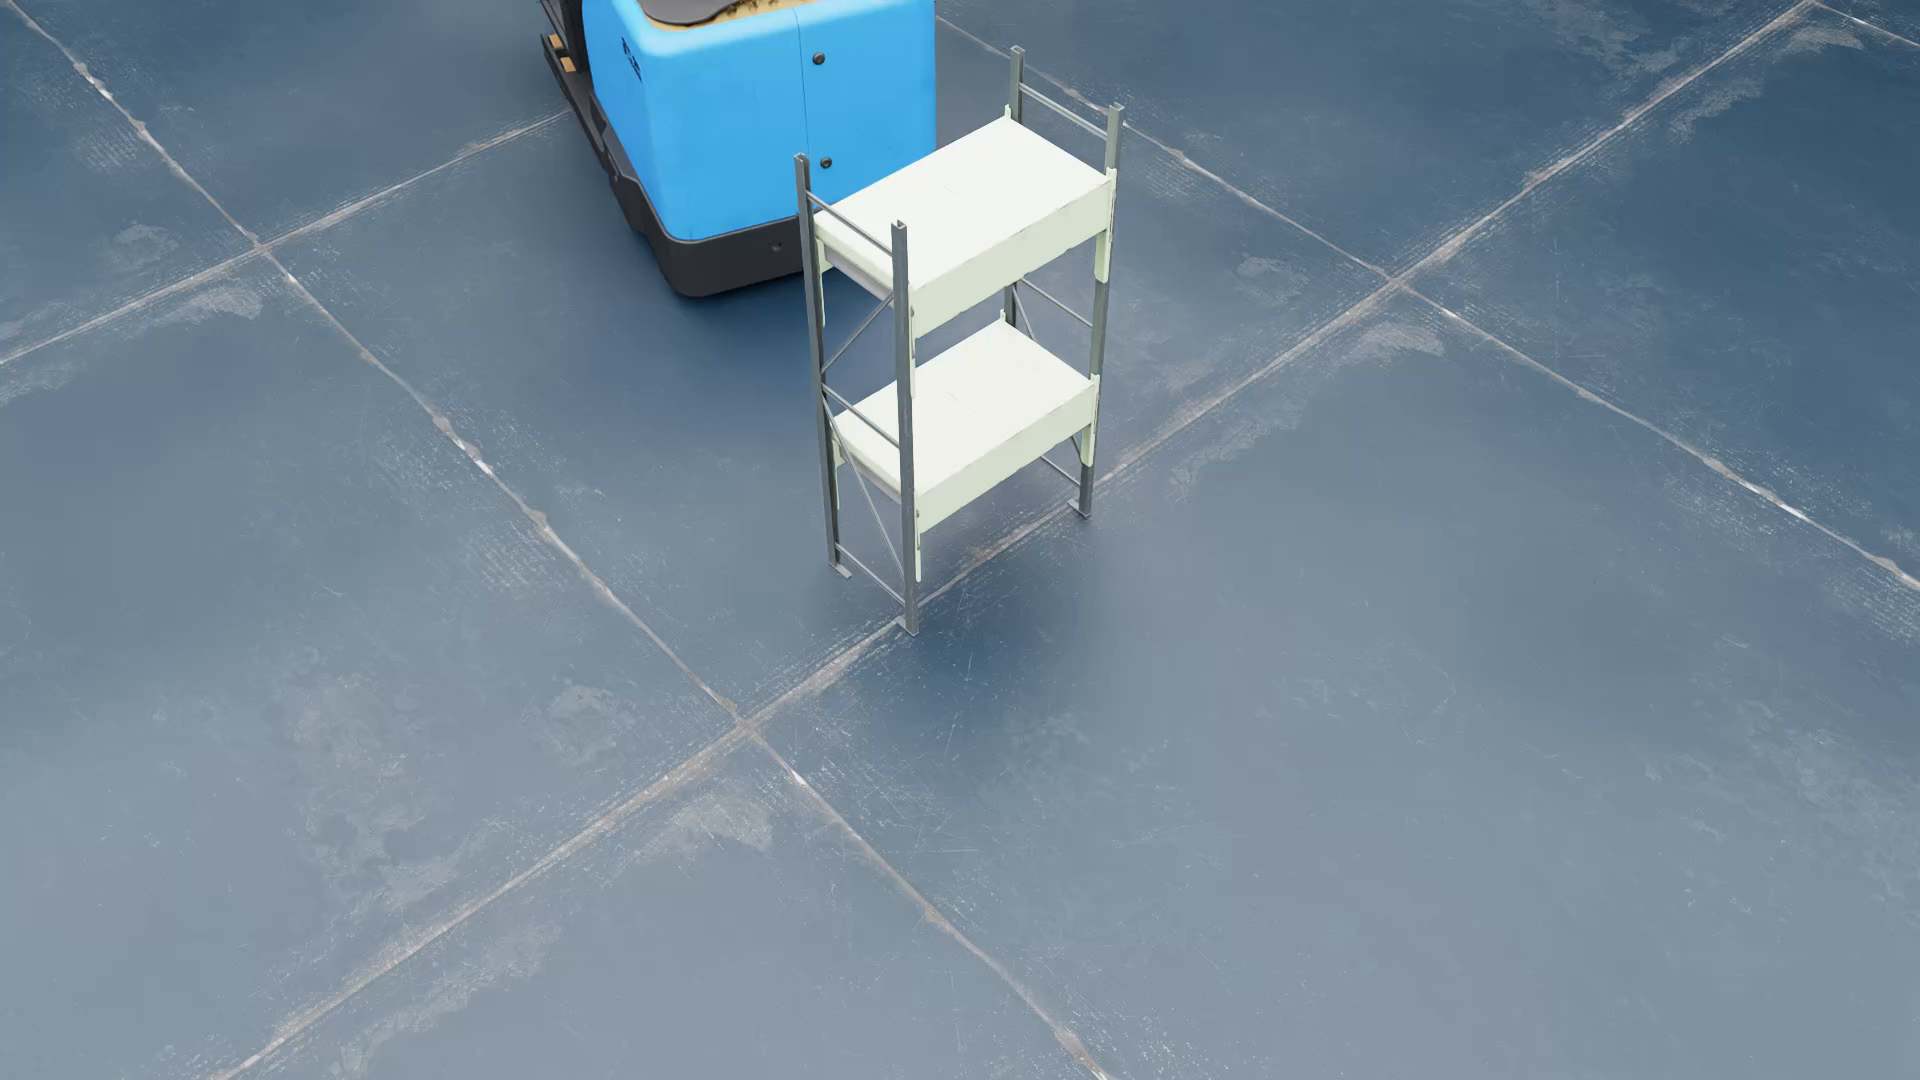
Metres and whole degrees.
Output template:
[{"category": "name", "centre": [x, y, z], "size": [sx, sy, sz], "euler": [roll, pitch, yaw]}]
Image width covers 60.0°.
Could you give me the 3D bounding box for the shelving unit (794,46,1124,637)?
[{"category": "shelving unit", "centre": [0.005, -0.512, 4.702], "size": [0.755, 1.500, 0.431], "euler": [-34, 56, -27]}]

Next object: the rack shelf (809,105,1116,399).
[{"category": "rack shelf", "centre": [0.005, -0.777, 4.415], "size": [0.720, 0.370, 0.431], "euler": [-34, 56, -27]}]

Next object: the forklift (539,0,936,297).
[{"category": "forklift", "centre": [-1.122, -2.964, 5.990], "size": [1.130, 2.935, 3.031], "euler": [-18, 50, -16]}]

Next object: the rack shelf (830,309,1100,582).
[{"category": "rack shelf", "centre": [0.005, -0.291, 4.941], "size": [0.720, 0.370, 0.431], "euler": [-34, 56, -27]}]

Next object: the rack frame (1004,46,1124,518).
[{"category": "rack frame", "centre": [0.276, -0.693, 4.869], "size": [0.023, 1.500, 0.400], "euler": [-34, 56, -27]}]

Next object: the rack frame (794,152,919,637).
[{"category": "rack frame", "centre": [-0.266, -0.331, 4.535], "size": [0.023, 1.500, 0.400], "euler": [-34, 56, -27]}]
